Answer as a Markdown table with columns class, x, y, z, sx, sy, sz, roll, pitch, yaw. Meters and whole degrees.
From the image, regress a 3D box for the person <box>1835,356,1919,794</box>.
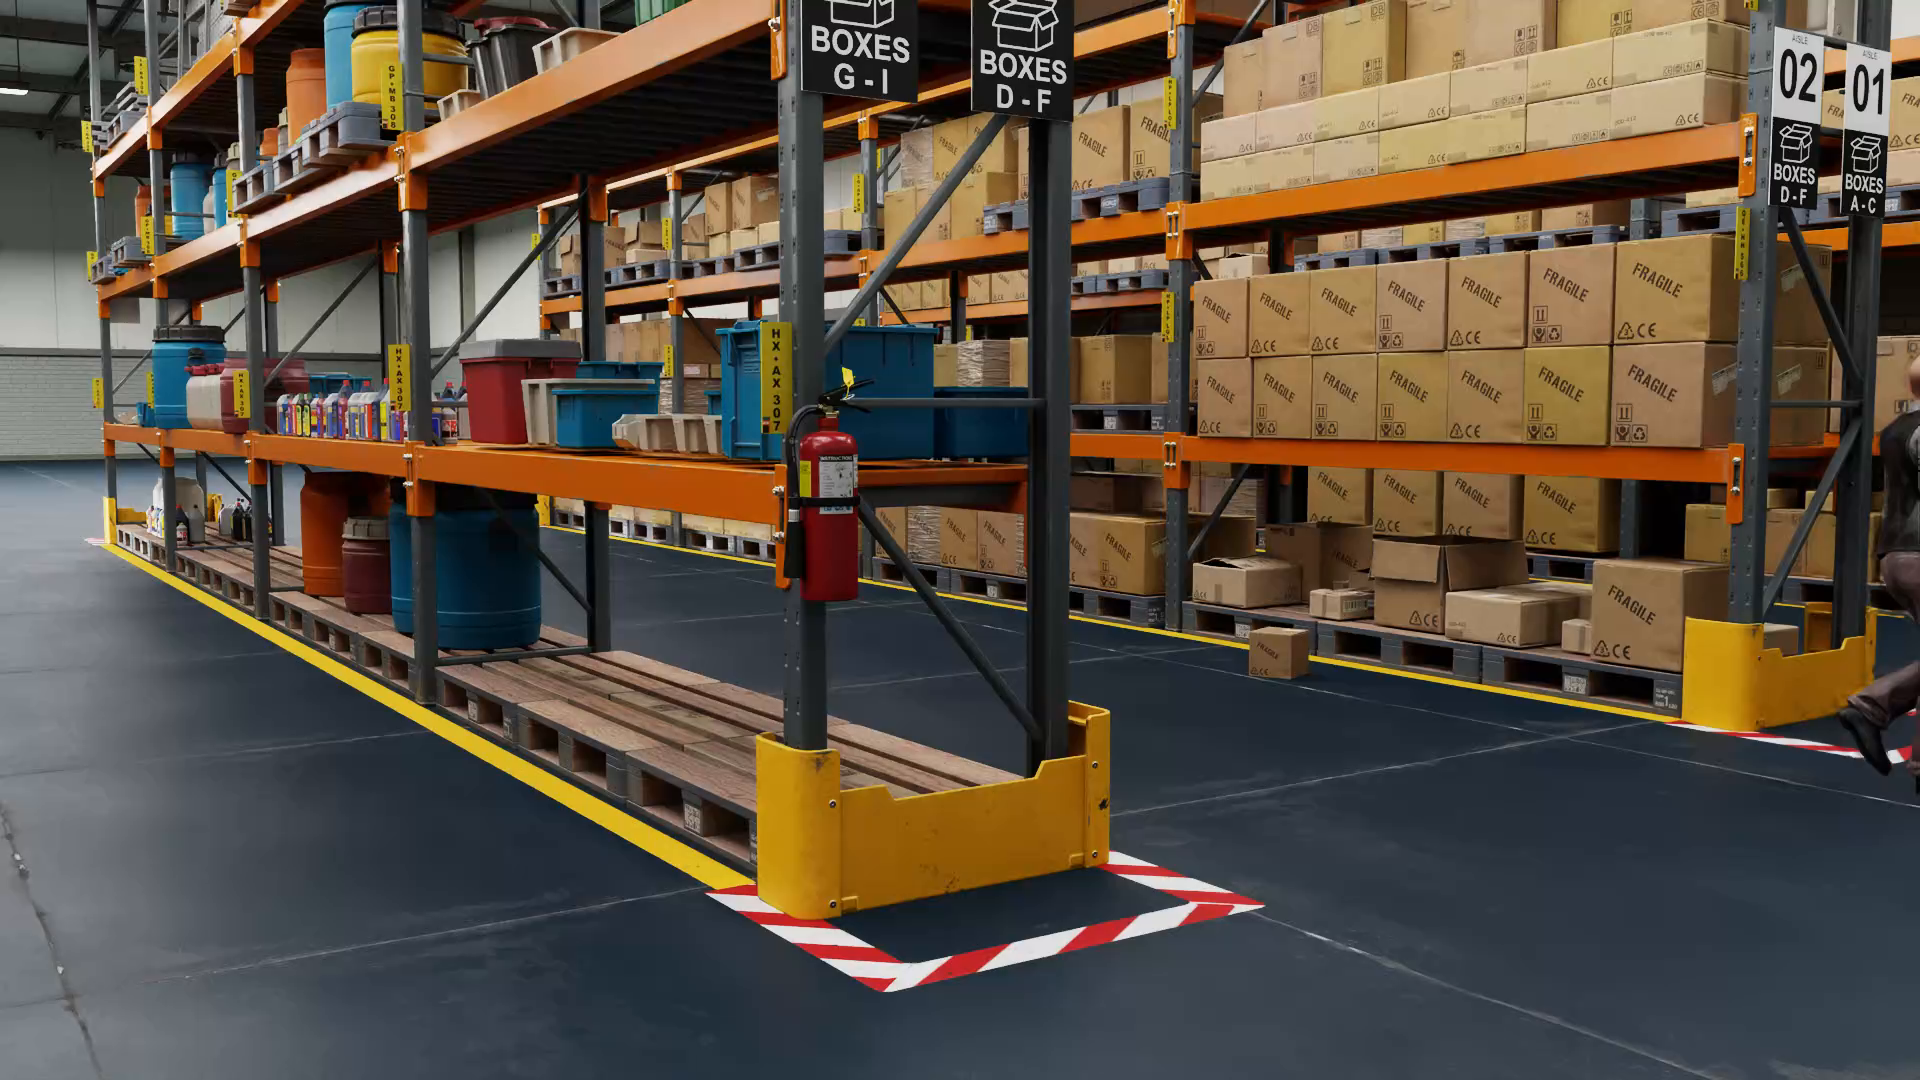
| class | x | y | z | sx | sy | sz | roll | pitch | yaw |
| --- | --- | --- | --- | --- | --- | --- | --- | --- | --- |
| person | 3.722 | 0.112 | 6.444 | 0.540 | 1.693 | 0.652 | 1 | 5 | 13 |
